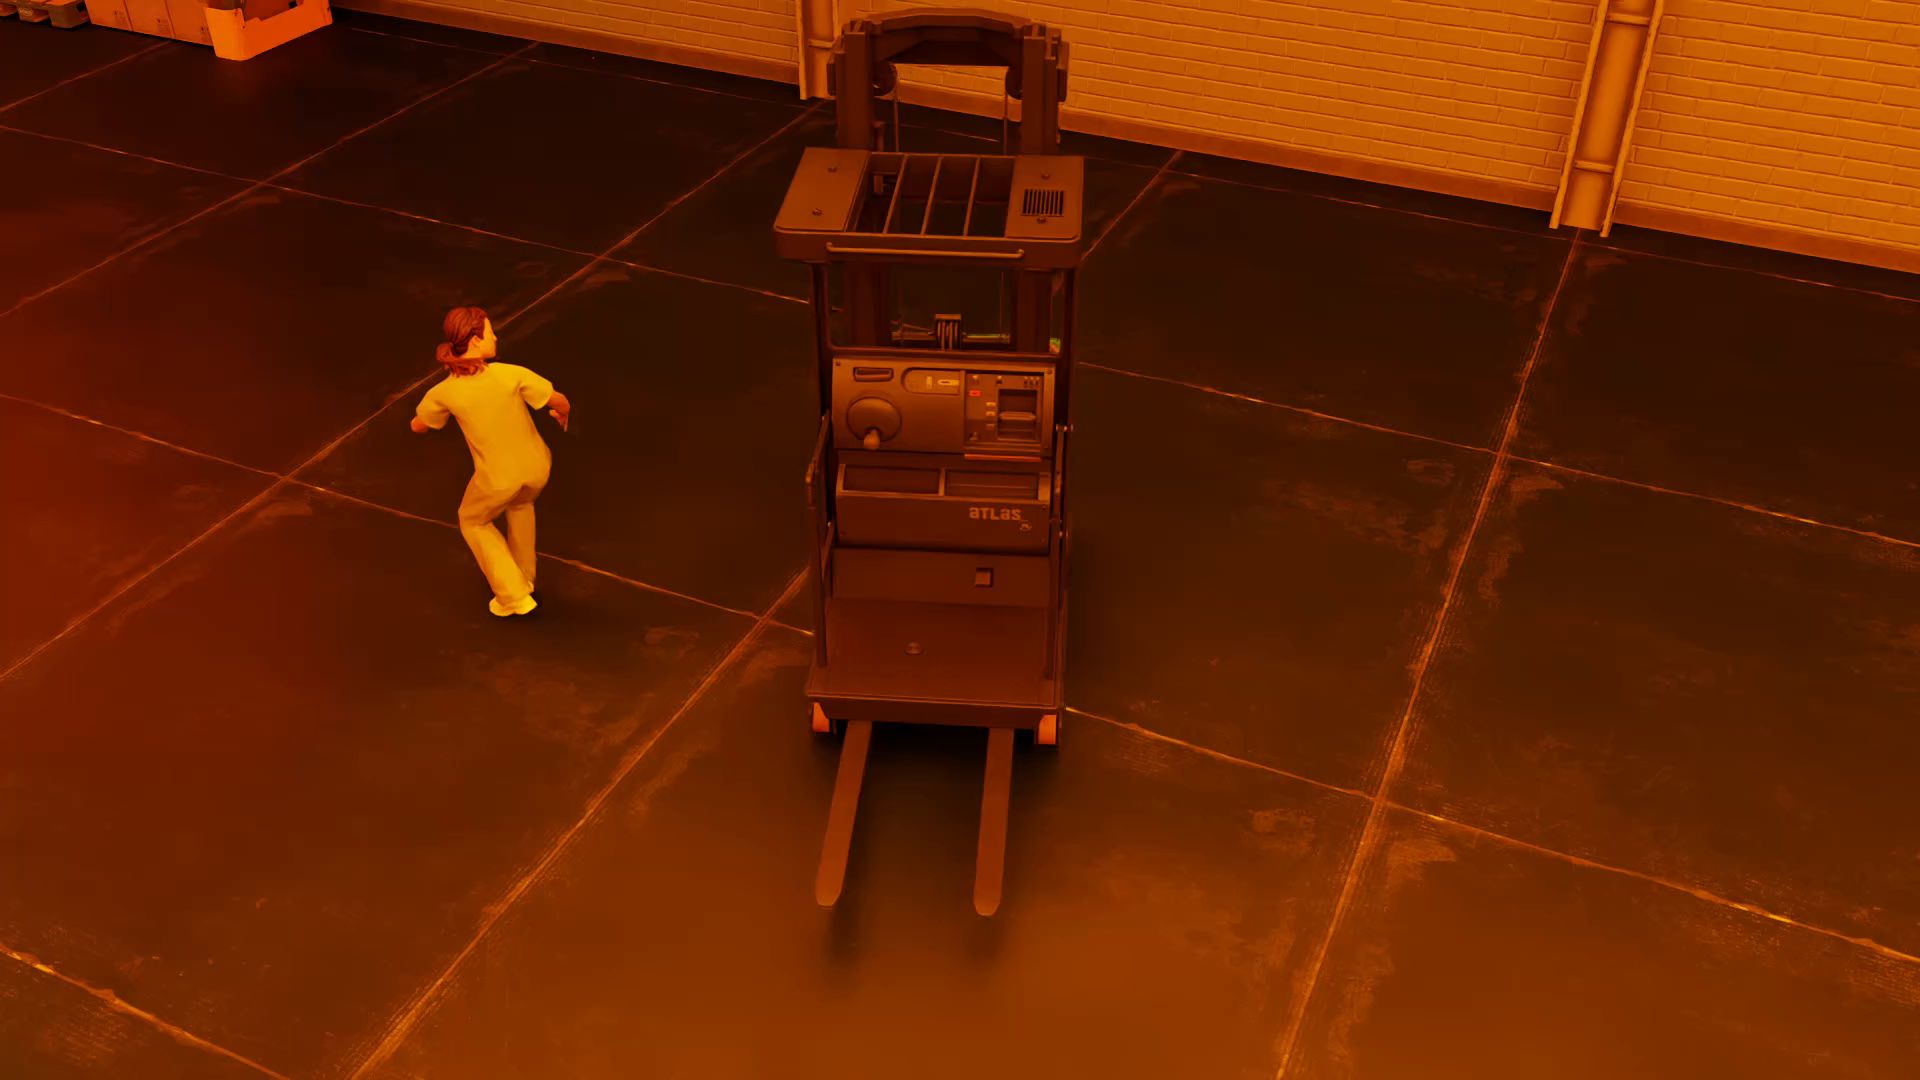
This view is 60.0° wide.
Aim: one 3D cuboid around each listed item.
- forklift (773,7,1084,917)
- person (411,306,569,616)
[{"bbox_3d":[-0.086,-0.492,6.776,1.130,2.935,3.031,3,36,4],"label":"forklift"},{"bbox_3d":[-2.170,-0.404,7.826,0.718,1.570,0.698,-18,39,-24],"label":"person"}]
